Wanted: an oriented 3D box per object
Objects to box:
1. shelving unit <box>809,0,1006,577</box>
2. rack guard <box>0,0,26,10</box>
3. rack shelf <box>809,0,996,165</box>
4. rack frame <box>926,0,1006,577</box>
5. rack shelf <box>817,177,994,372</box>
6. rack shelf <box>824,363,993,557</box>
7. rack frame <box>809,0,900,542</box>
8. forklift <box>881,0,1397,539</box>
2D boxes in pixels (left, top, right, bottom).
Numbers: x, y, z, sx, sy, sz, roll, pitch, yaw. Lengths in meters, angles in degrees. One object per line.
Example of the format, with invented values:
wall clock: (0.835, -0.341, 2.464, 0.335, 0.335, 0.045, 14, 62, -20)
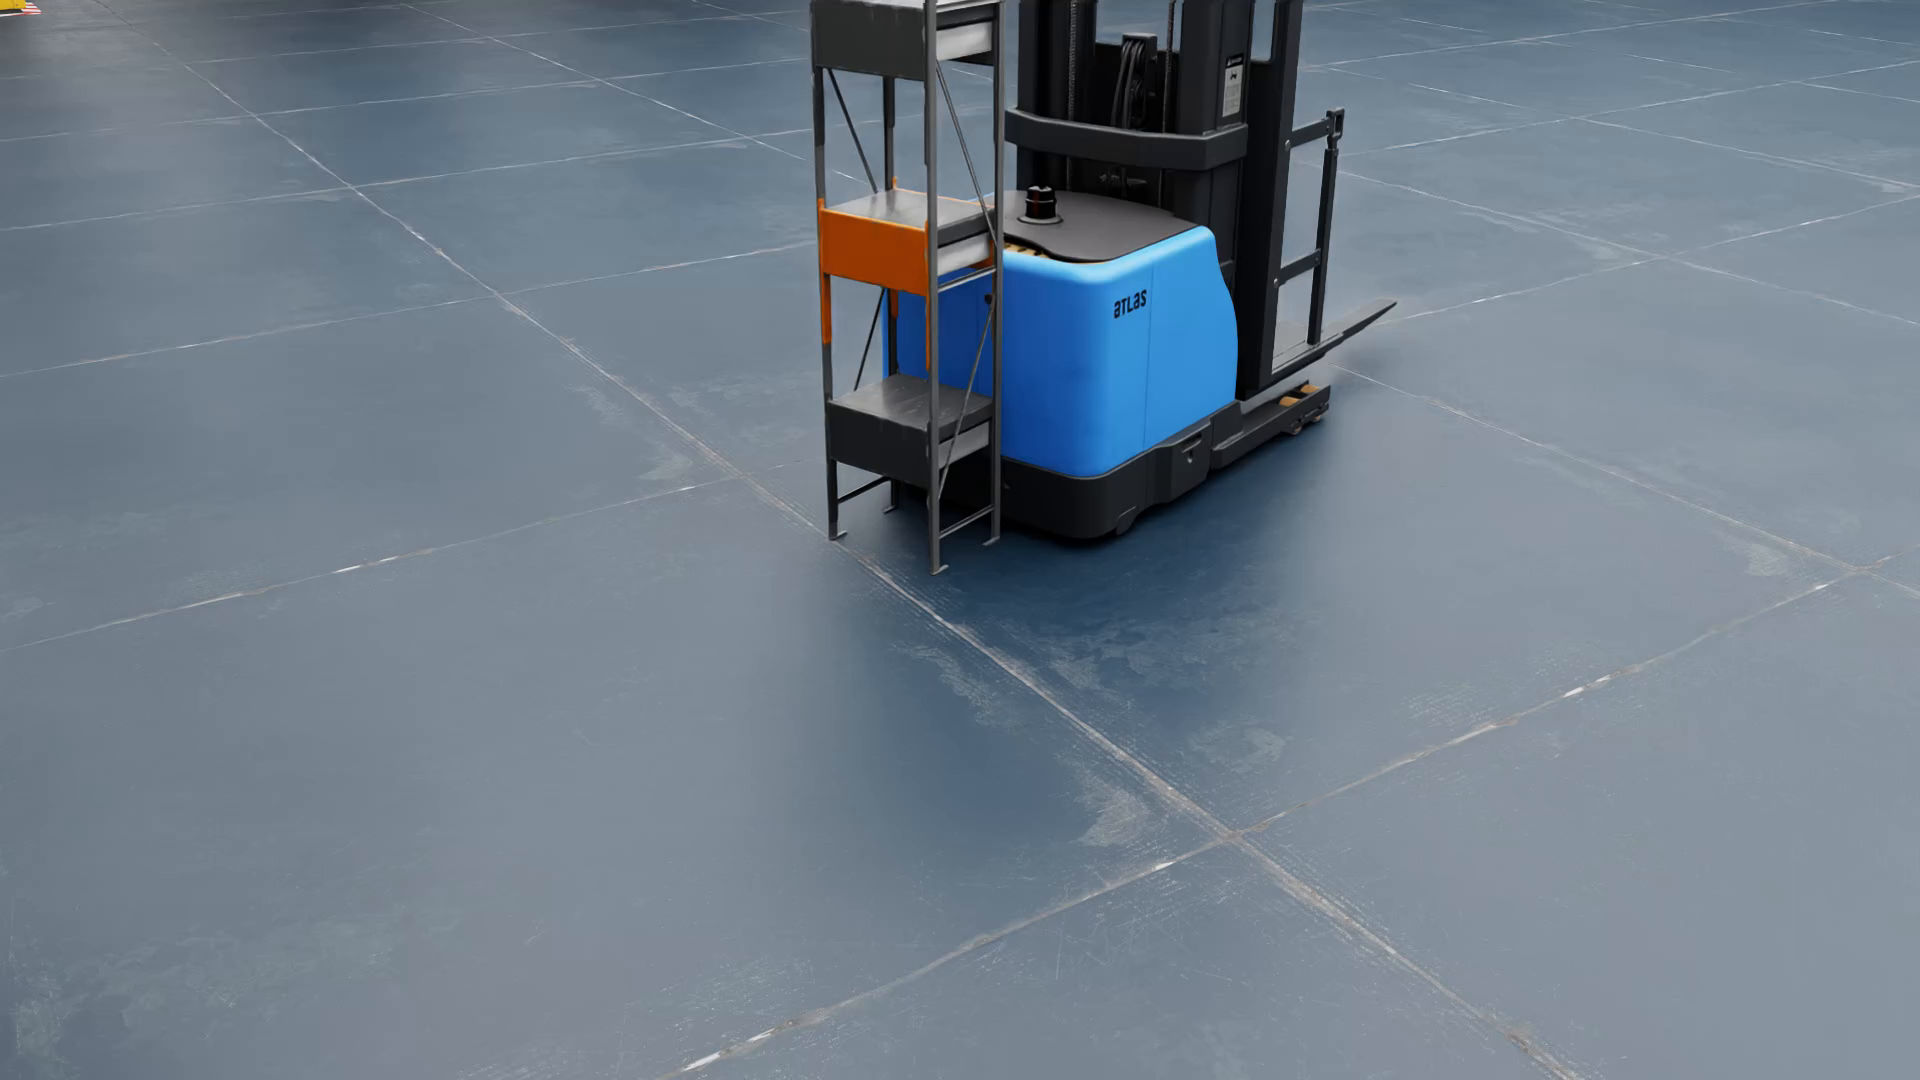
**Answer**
shelving unit: (-0.171, -0.949, 5.801, 0.503, 2.100, 0.431, 18, 31, 34)
rack guard: (-11.465, -6.355, 19.126, 1.175, 0.500, 0.348, -16, 29, -30)
rack shelf: (-0.172, -1.570, 5.508, 0.480, 0.518, 0.431, 18, 31, 34)
rack frame: (0.022, -0.885, 5.666, 0.015, 2.100, 0.400, 18, 31, 34)
rack shelf: (-0.171, -0.937, 5.807, 0.480, 0.518, 0.431, 18, 31, 34)
rack shelf: (-0.171, -0.304, 6.106, 0.480, 0.518, 0.431, 18, 31, 34)
rack frame: (-0.365, -1.013, 5.936, 0.015, 2.100, 0.400, 18, 31, 34)
forklift: (0.982, -1.894, 6.830, 1.130, 2.935, 3.031, 18, 31, 34)
